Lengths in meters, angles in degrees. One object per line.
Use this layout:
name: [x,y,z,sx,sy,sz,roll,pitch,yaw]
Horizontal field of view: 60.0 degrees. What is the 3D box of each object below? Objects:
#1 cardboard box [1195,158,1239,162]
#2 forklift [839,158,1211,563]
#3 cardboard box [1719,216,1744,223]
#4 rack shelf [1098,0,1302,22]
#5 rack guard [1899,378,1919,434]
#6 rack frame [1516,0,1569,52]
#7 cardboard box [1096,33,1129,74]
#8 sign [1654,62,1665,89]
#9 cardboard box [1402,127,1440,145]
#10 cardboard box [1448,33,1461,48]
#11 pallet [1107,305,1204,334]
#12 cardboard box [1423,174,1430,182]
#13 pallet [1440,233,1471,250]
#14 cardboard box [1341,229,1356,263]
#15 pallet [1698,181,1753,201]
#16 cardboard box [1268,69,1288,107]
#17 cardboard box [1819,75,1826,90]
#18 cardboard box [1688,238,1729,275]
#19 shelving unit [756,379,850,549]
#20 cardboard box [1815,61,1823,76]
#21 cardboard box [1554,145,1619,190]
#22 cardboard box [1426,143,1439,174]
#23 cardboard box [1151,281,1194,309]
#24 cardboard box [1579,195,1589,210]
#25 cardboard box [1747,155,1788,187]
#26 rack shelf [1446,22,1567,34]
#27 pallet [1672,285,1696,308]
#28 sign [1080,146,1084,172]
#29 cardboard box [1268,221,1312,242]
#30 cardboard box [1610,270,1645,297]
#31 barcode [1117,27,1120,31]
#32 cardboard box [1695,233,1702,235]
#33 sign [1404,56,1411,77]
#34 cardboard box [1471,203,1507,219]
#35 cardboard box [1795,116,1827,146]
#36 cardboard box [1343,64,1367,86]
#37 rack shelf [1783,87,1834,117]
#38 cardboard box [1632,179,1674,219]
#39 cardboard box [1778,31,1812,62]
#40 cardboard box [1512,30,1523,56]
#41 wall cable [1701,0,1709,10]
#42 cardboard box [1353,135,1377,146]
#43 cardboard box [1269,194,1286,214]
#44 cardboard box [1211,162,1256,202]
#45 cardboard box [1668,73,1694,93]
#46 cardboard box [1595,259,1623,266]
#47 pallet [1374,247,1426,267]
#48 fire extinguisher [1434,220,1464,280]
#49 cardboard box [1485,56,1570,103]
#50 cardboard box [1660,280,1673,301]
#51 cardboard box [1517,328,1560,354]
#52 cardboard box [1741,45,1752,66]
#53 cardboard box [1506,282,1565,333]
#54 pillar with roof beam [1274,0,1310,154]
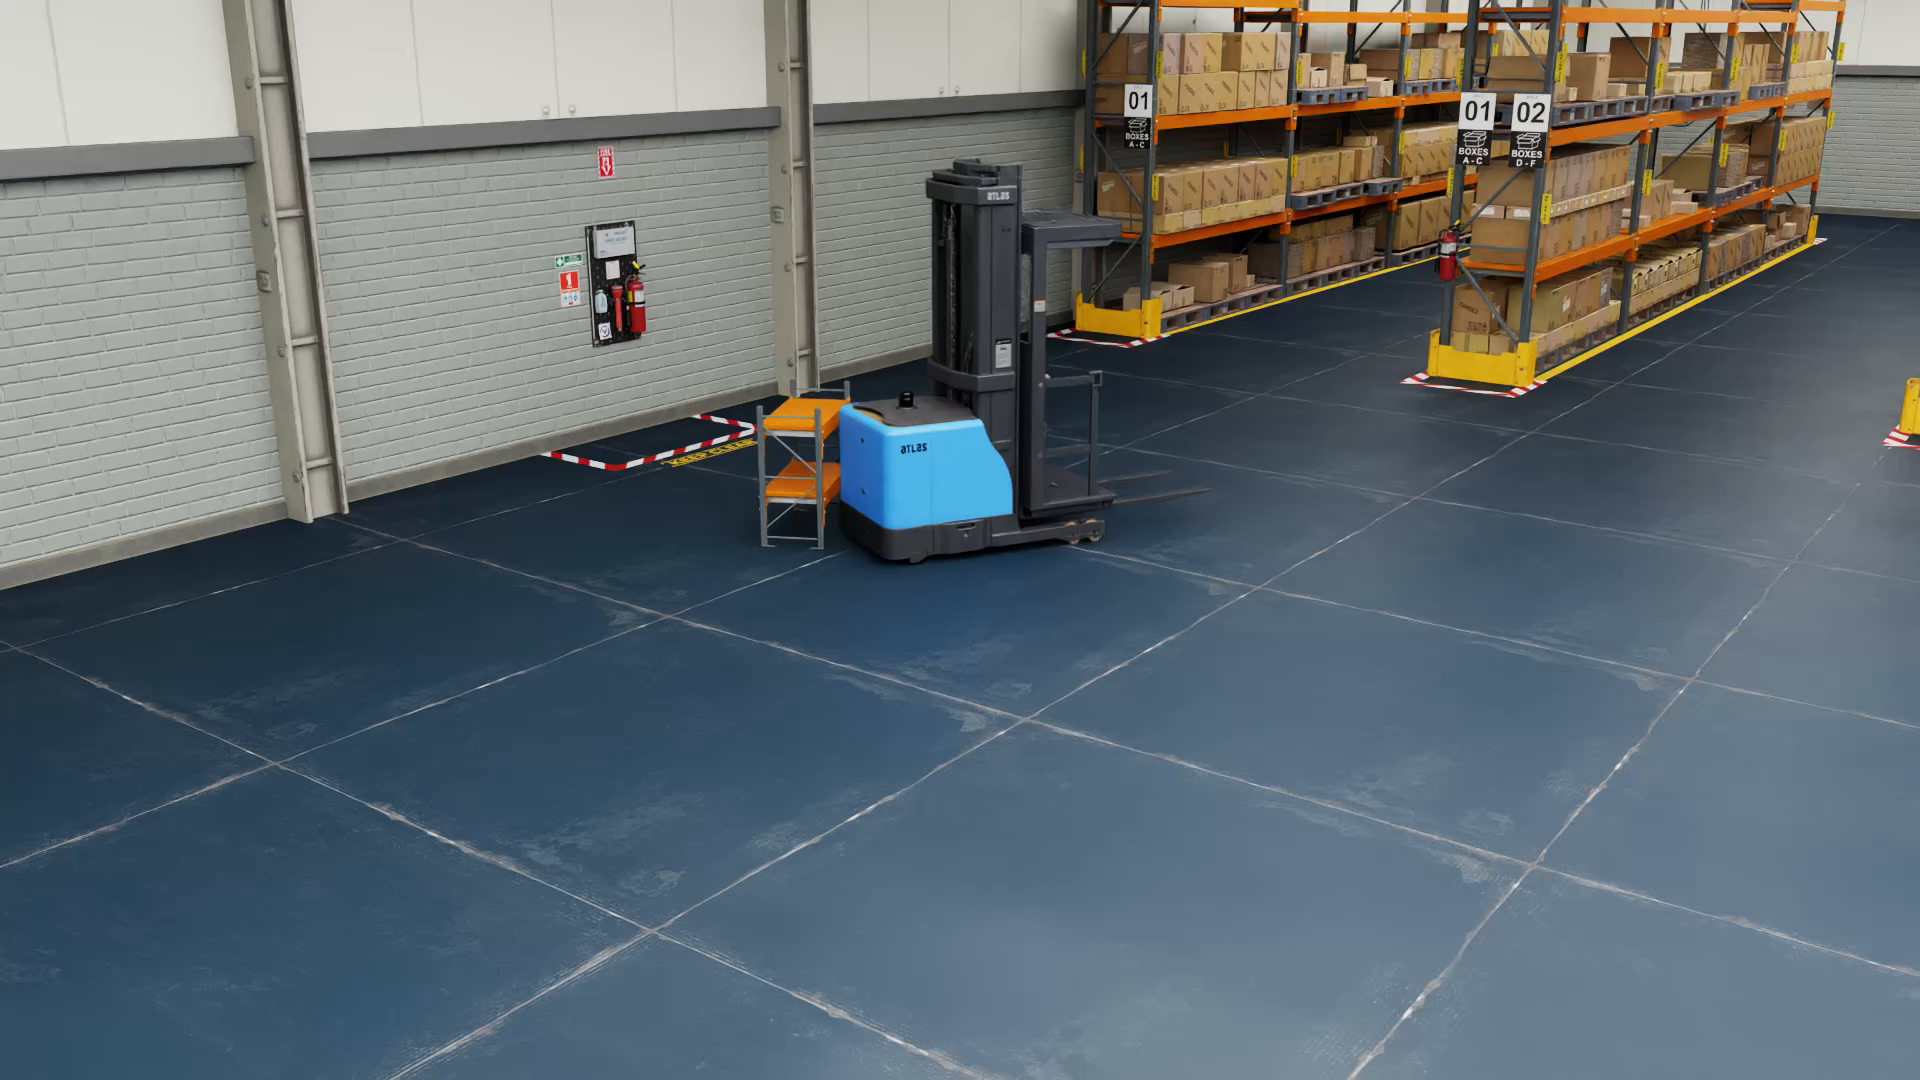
cardboard box: [3.676,-5.234,23.994,0.500,0.500,0.500,12,21,34]
forklift: [0.591,-1.504,13.146,3.031,2.935,1.130,-8,19,-25]
cardboard box: [13.294,-5.368,28.946,0.500,0.500,0.500,12,21,35]
rack shelf: [3.243,-7.179,22.405,1.077,0.370,4.000,12,21,35]
rack guard: [10.016,-1.264,16.472,1.175,0.500,0.348,12,21,35]
rack frame: [11.585,-10.858,33.036,1.000,3.000,0.127,12,21,35]
cardboard box: [2.099,-6.299,21.522,0.500,0.500,0.500,14,22,37]
sign: [8.862,-5.880,21.058,0.100,0.325,0.005,12,21,35]
cardboard box: [7.910,-6.956,28.616,0.500,0.250,0.500,13,21,35]
cardboard box: [8.572,-8.903,29.621,0.500,0.250,0.500,14,22,39]
pallet: [2.609,-3.056,22.729,1.003,0.211,1.213,12,21,35]
cardboard box: [7.945,-6.326,28.947,0.380,0.149,0.250,13,21,36]
pallet: [8.803,-5.512,30.636,1.003,0.211,1.213,12,21,35]
cardboard box: [6.031,-4.821,27.184,0.700,0.500,0.500,12,21,35]
pallet: [11.954,-5.586,26.496,1.003,0.211,1.213,12,21,35]
cardboard box: [4.331,-6.460,23.729,0.500,0.500,0.500,13,22,36]
cardboard box: [15.165,-8.194,29.766,0.500,0.250,0.500,12,21,35]
cardboard box: [11.607,-4.413,25.870,0.500,0.500,0.500,12,21,33]
shelving unit: [-1.233,-0.628,13.369,0.538,1.125,1.048,3,17,9]
cardboard box: [14.866,-8.313,29.309,0.500,0.250,0.500,12,21,35]
cardboard box: [7.856,-4.701,20.966,0.700,0.500,0.500,12,21,35]
cardboard box: [7.929,-6.599,28.731,0.500,0.500,0.500,12,21,34]
cardboard box: [2.876,-3.393,22.904,0.500,0.311,0.500,15,22,39]
cardboard box: [7.356,-4.087,20.084,0.380,0.149,0.250,13,21,35]
cardboard box: [13.705,-6.287,28.263,0.500,0.500,0.500,13,22,36]
rack shelf: [10.393,-9.847,31.668,1.077,0.370,4.000,12,21,35]
pallet: [10.277,-3.692,24.778,1.003,0.211,1.213,12,21,35]
sign: [1.618,-4.989,21.766,0.100,0.325,0.005,12,21,35]
cardboard box: [5.120,-4.793,25.830,0.500,0.250,0.500,12,21,34]
cardboard box: [8.862,-3.470,22.343,0.500,0.311,0.500,13,21,35]
barcode: [2.073,-6.684,21.786,0.001,0.075,0.075,12,21,35]
cardboard box: [11.784,-4.743,26.933,0.500,0.500,0.500,11,21,33]
sign: [7.253,-7.671,26.958,0.100,0.325,0.005,12,21,35]
cardboard box: [6.107,-3.790,19.128,0.380,0.149,0.250,12,21,34]
cardboard box: [15.521,-7.489,30.449,0.500,0.500,0.500,12,21,34]
cardboard box: [5.972,-7.287,26.385,0.797,0.503,0.637,16,24,42]
rack shelf: [14.374,-7.731,29.237,1.077,0.370,4.000,12,21,35]
cardboard box: [9.812,-4.859,23.663,0.500,0.500,0.500,11,20,32]
cardboard box: [14.146,-8.461,28.518,0.700,0.500,0.500,12,21,35]
cardboard box: [10.153,-9.252,31.032,0.500,0.500,0.500,12,21,34]
wall cable: [17.415,-12.593,35.343,3.097,2.526,0.112,12,21,35]
cardboard box: [6.637,-6.568,27.332,0.380,0.149,0.250,9,20,28]
cardboard box: [4.396,-4.907,24.205,0.500,0.250,0.500,12,21,35]
cardboard box: [3.800,-5.026,23.325,0.500,0.500,0.500,12,21,33]
cardboard box: [9.926,-6.394,23.264,0.500,0.250,0.500,12,21,34]
cardboard box: [9.031,-3.806,23.426,0.500,0.311,0.500,12,21,35]
pallet: [7.349,-4.931,28.765,1.003,0.211,1.213,12,21,35]
fire extinguisher: [5.589,-3.325,19.023,0.296,0.674,0.183,12,21,35]
cardboard box: [6.378,-5.193,18.733,0.797,0.503,0.637,14,22,38]
cardboard box: [9.771,-3.567,23.599,0.500,0.250,0.500,13,21,36]
cardboard box: [6.825,-2.403,19.854,0.500,0.250,0.500,12,21,35]
cardboard box: [12.030,-7.469,26.136,0.600,0.600,0.600,11,21,33]
cardboard box: [6.827,-2.761,19.742,0.500,0.500,0.500,12,21,35]
pillar with roof beam: [8.807,-8.035,23.945,9.100,9.000,0.400,12,21,35]
